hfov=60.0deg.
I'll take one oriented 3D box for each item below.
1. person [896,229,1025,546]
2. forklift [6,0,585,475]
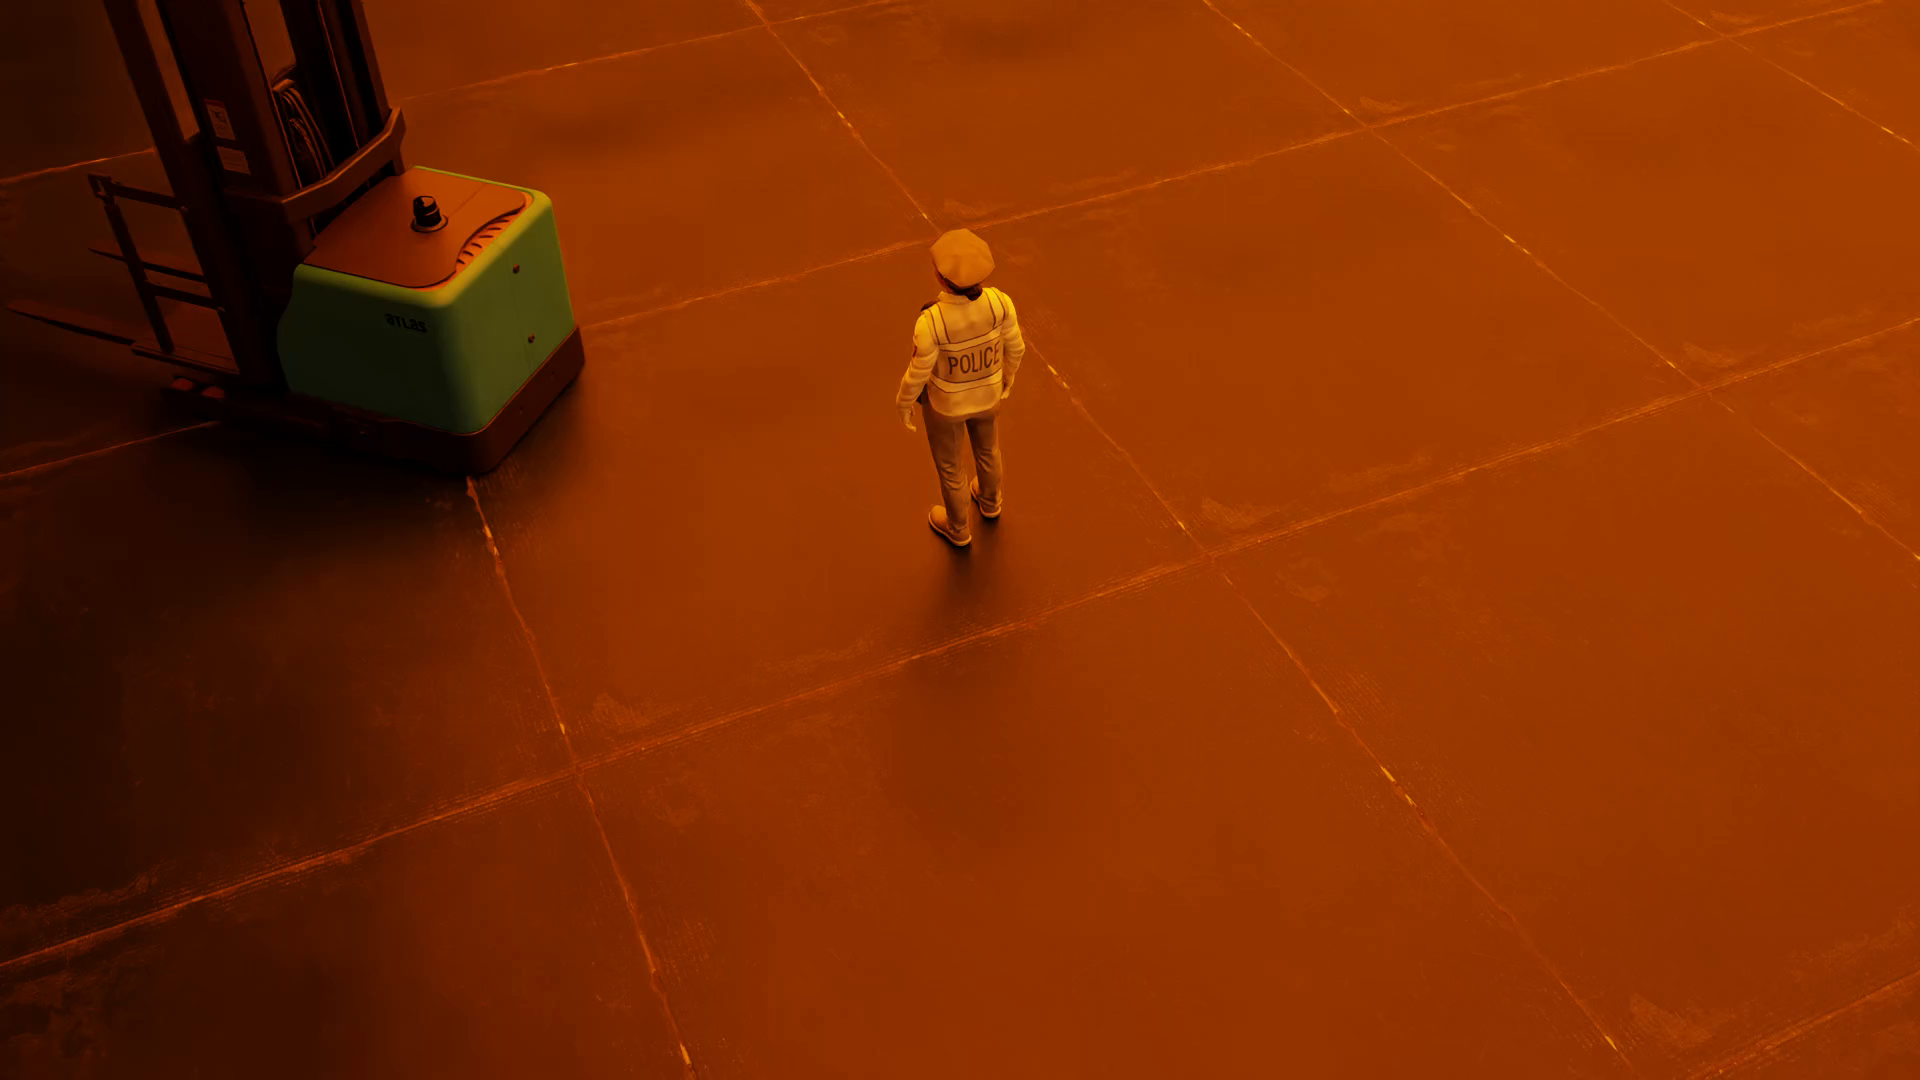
[{"bbox_3d":[-0.022,-0.668,7.292,0.587,1.696,0.534,-18,46,-18],"label":"person"},{"bbox_3d":[-3.538,-2.011,7.835,3.031,2.935,1.130,14,45,15],"label":"forklift"}]
